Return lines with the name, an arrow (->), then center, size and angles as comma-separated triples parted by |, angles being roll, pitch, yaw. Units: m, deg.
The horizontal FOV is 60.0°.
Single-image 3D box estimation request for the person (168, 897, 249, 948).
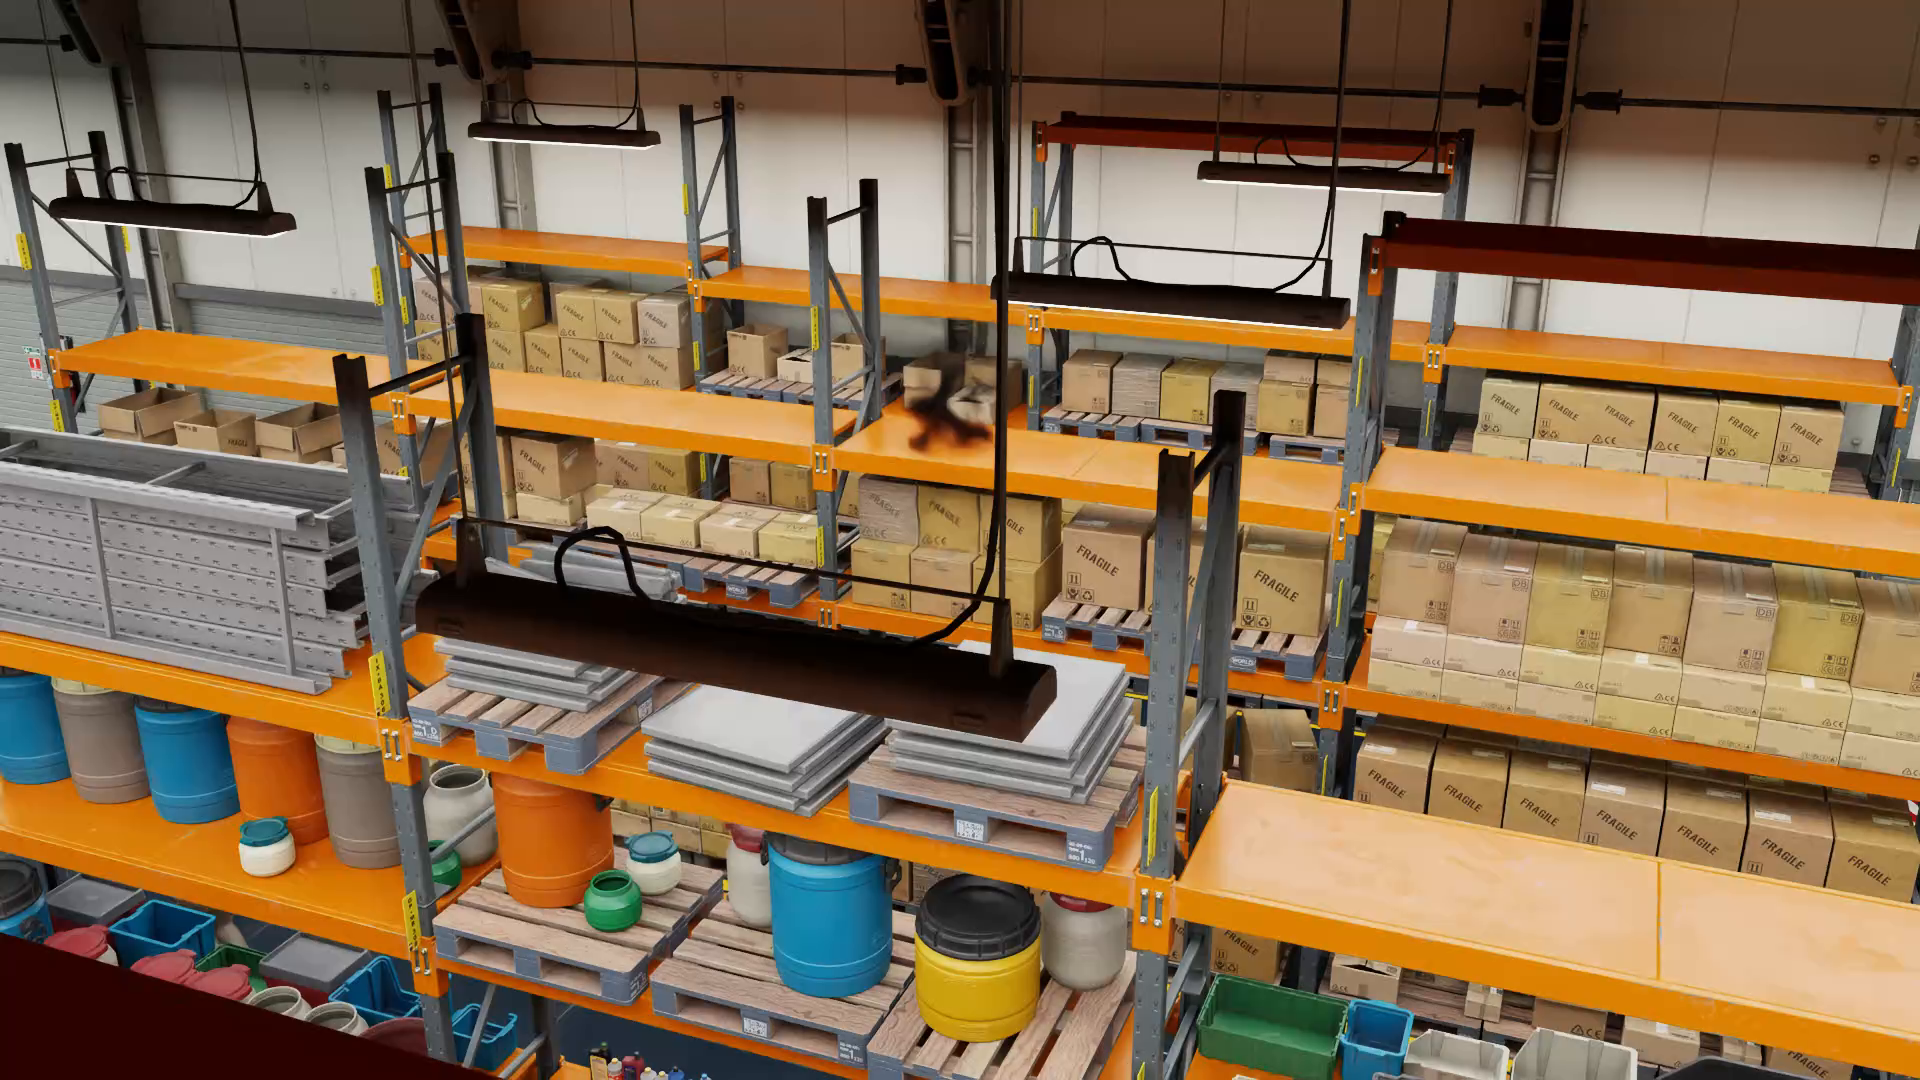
person -> -5.925, 2.706, 12.904 | 0.760, 1.677, 0.687 | 10, 23, 24
